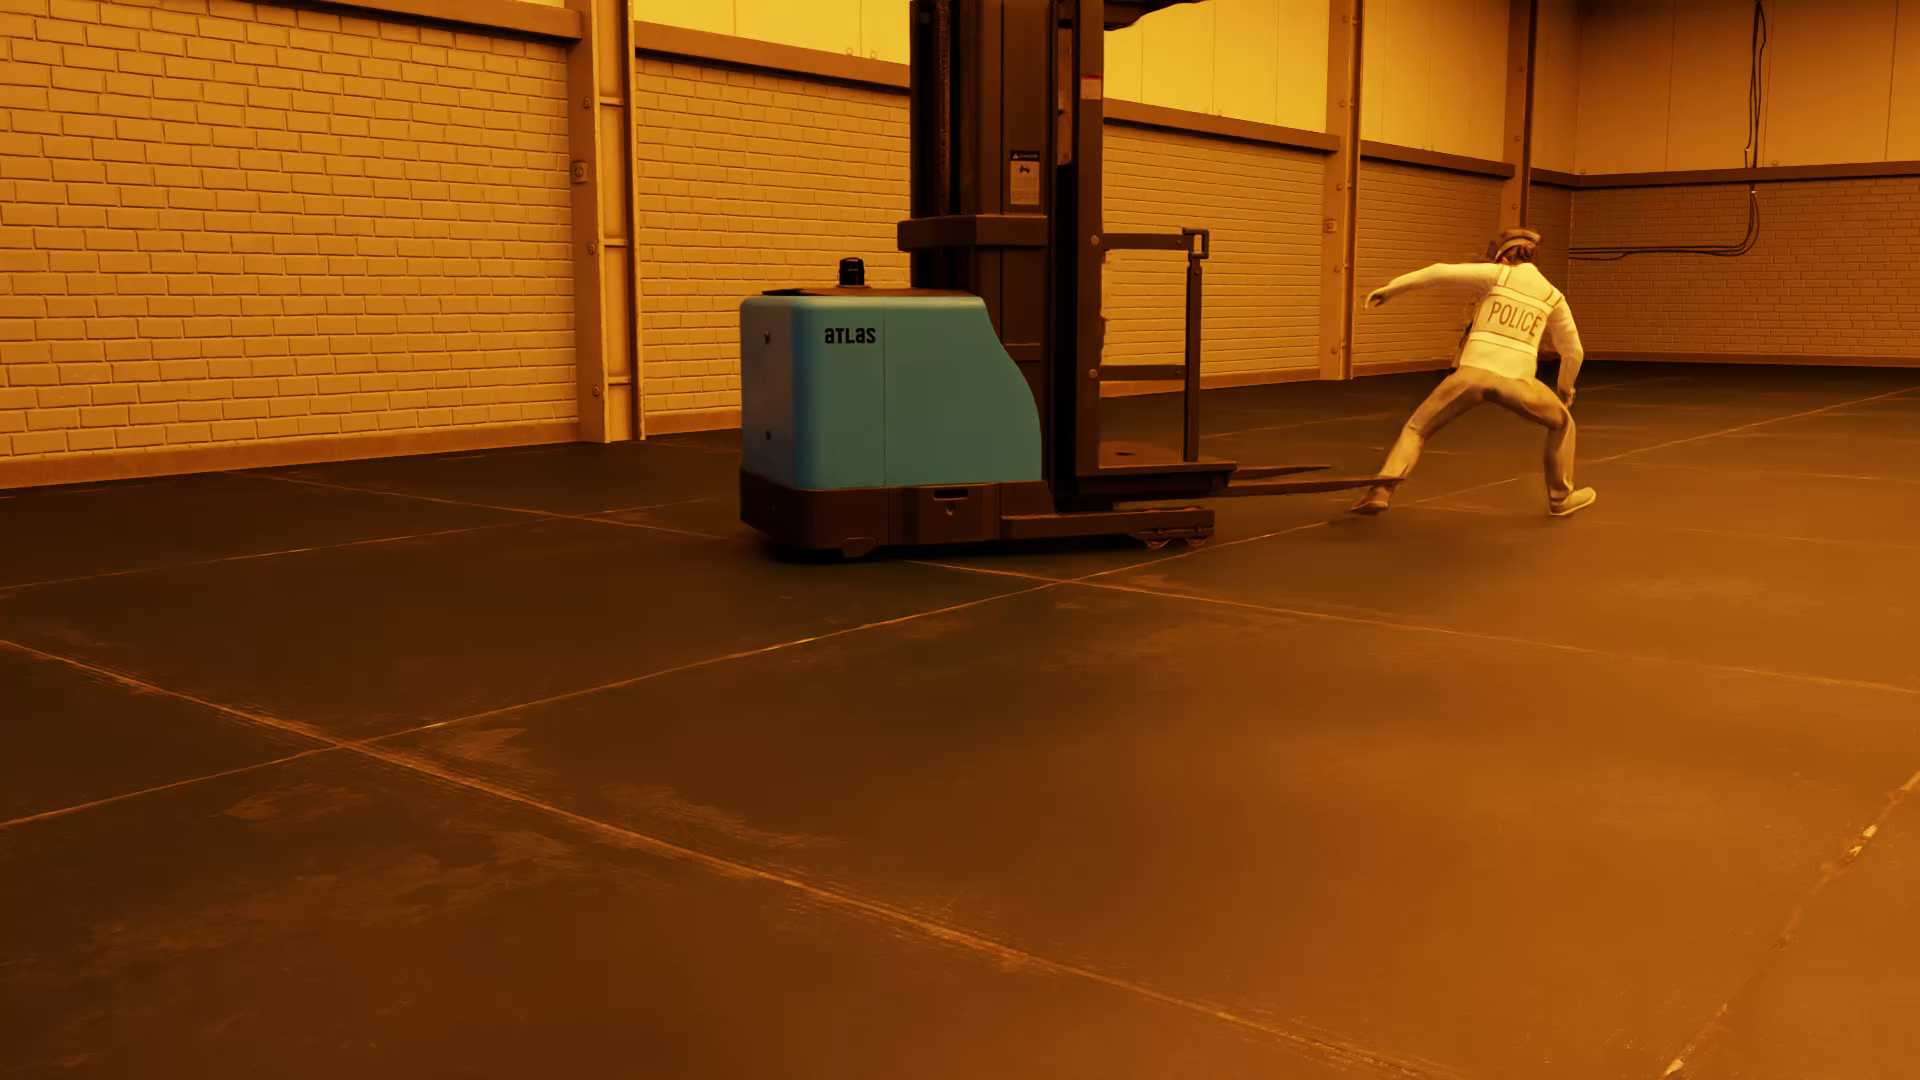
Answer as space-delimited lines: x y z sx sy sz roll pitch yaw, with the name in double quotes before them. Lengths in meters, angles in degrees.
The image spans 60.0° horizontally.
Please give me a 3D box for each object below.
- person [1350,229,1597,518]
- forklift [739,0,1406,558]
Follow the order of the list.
"person" 2.509 -0.786 7.989 1.200 1.397 0.705 2 8 11
"forklift" 0.578 -1.486 7.437 3.031 2.935 1.130 -3 9 -21
